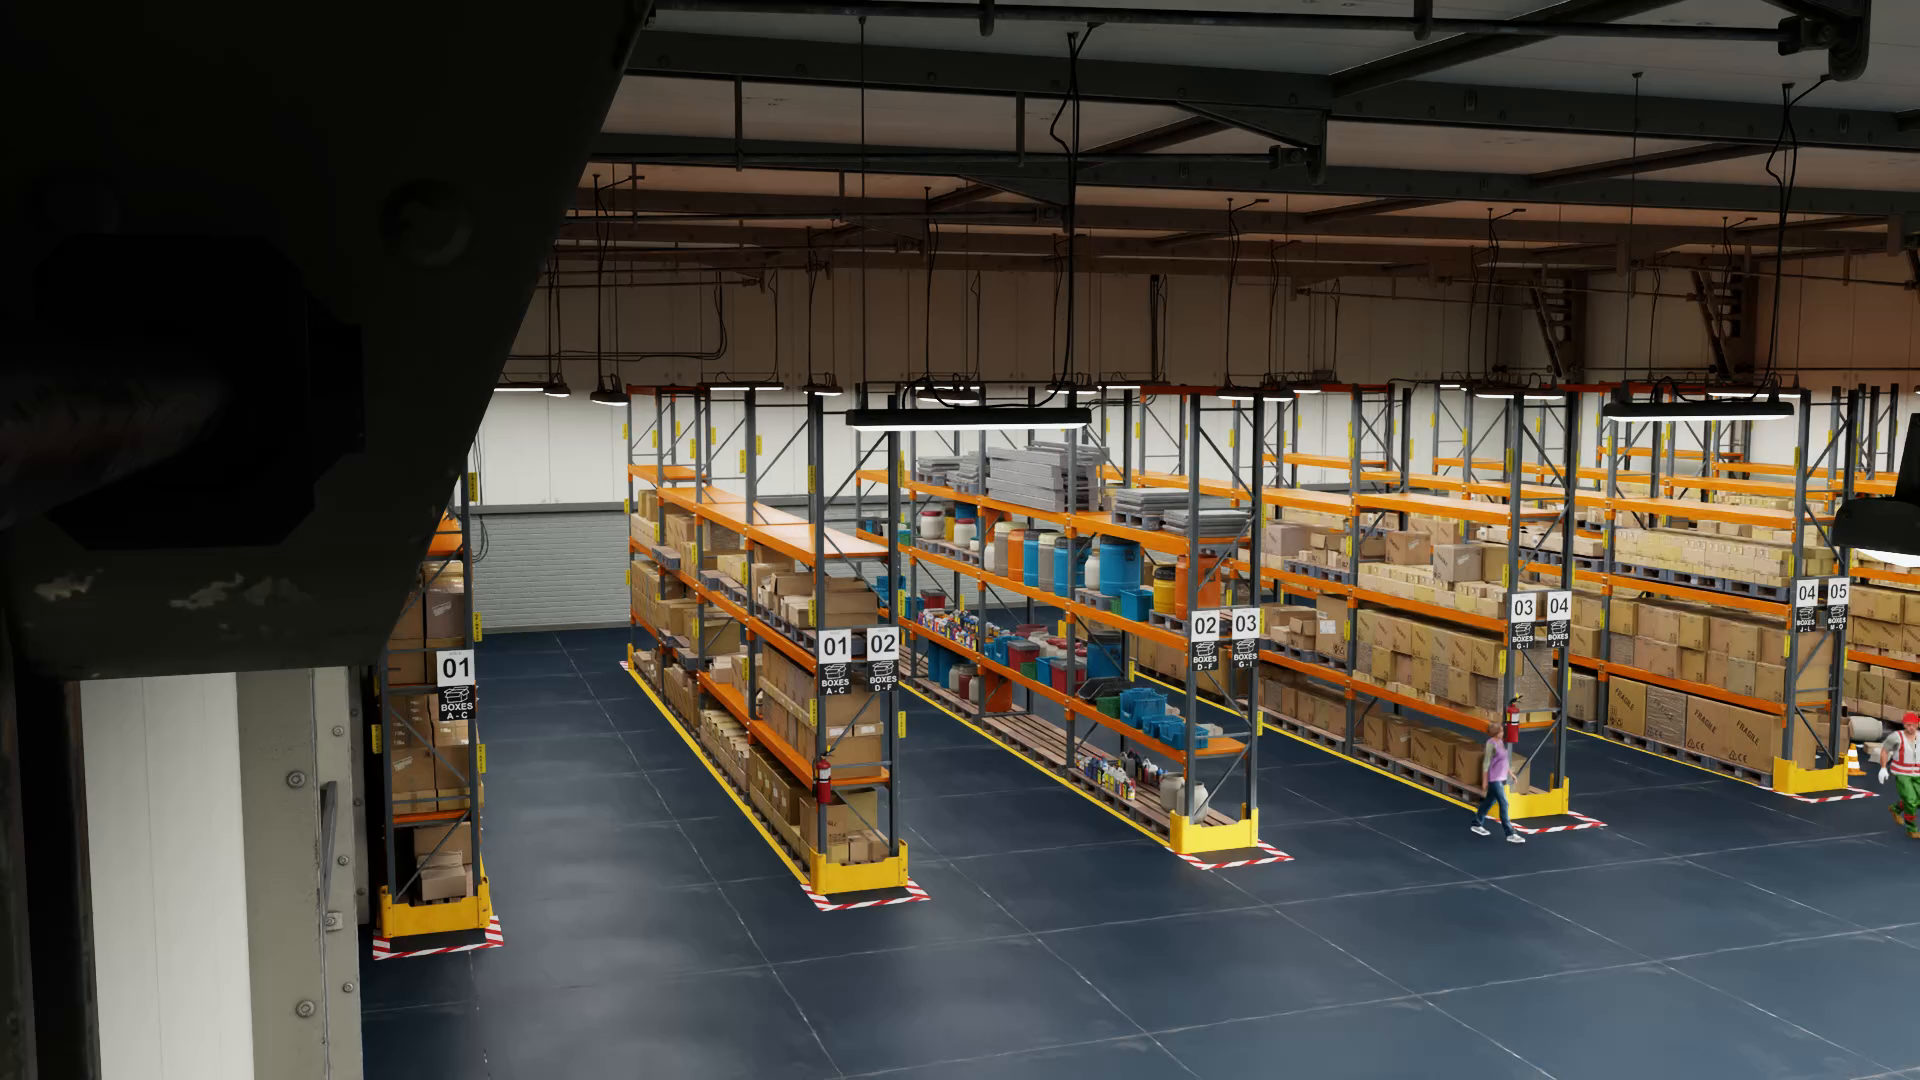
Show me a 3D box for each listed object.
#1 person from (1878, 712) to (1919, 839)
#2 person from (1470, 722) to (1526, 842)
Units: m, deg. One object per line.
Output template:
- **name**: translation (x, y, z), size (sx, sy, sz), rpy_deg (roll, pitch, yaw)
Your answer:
- **person**: translation (12.841, 3.155, 22.627), size (0.589, 1.704, 0.787), rpy_deg (0, 6, -2)
- **person**: translation (7.264, 3.233, 22.352), size (0.792, 1.572, 0.469), rpy_deg (3, 7, 30)
